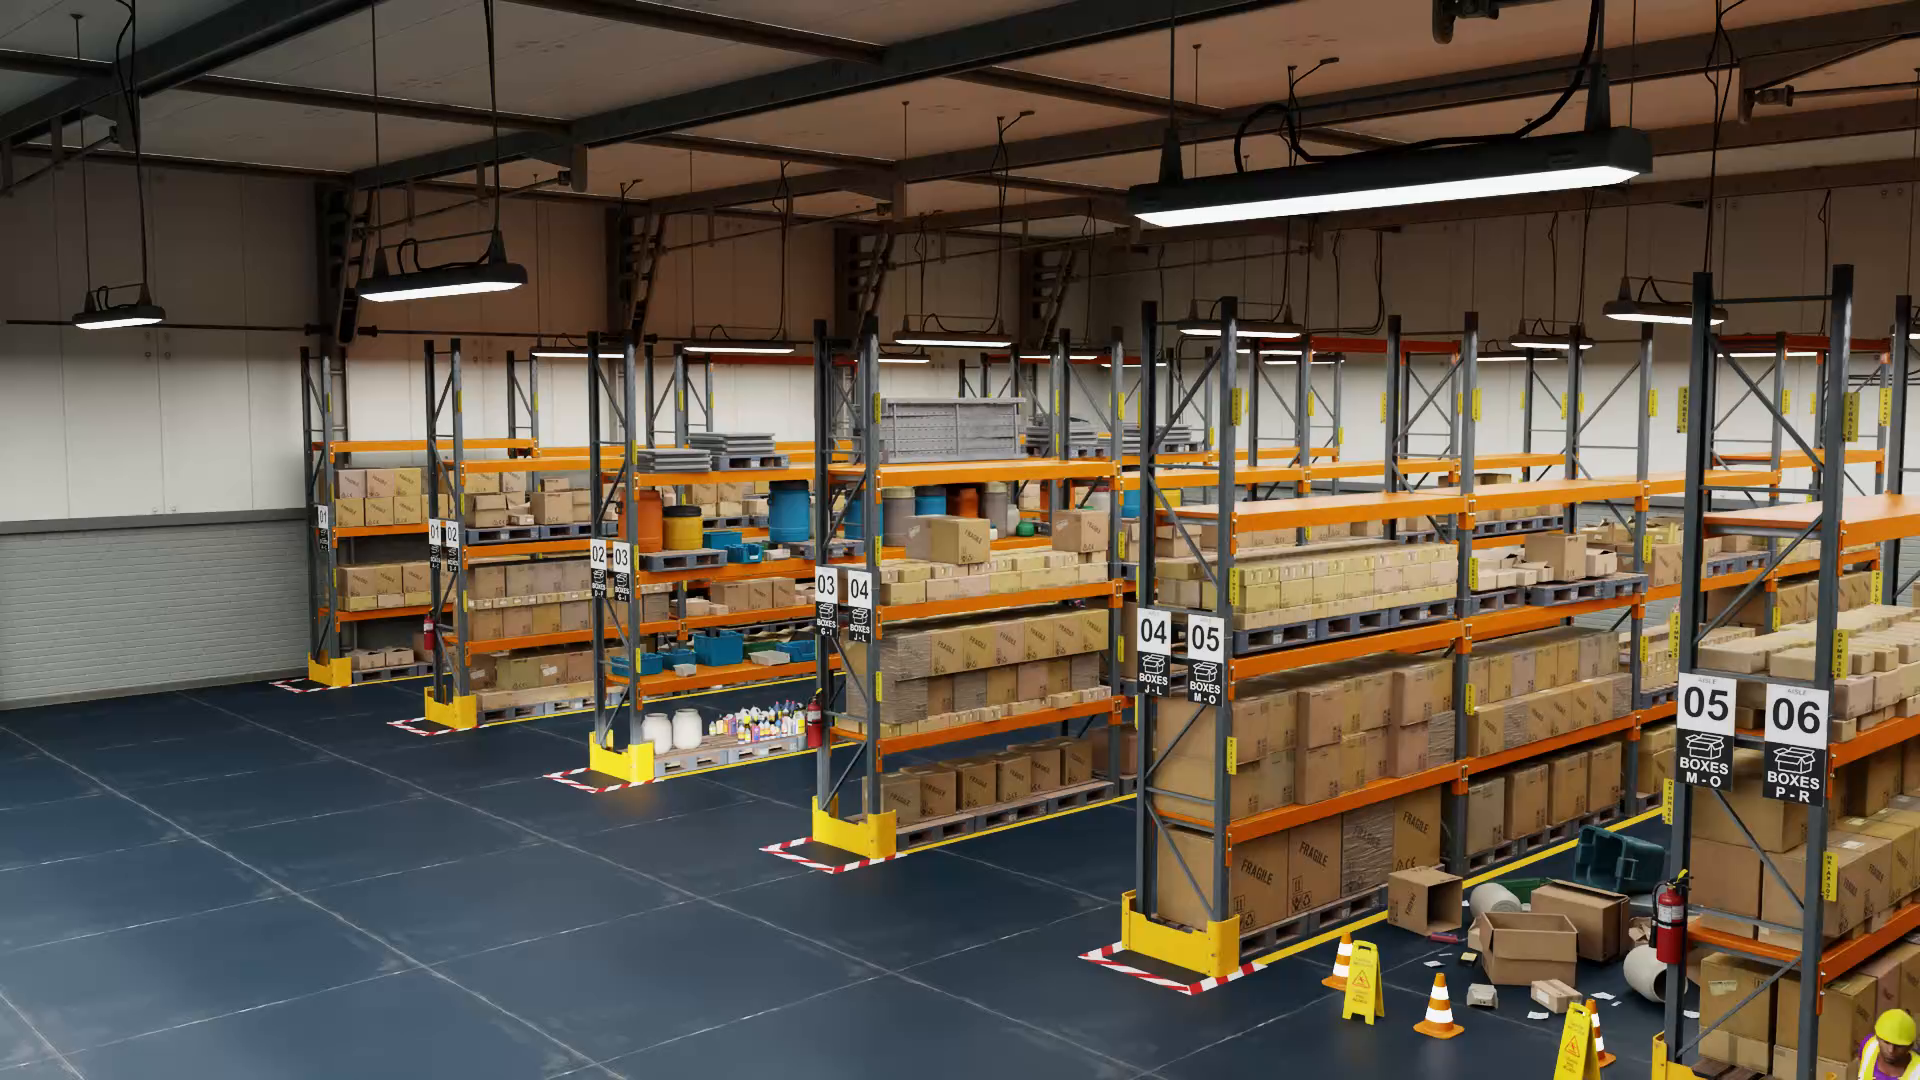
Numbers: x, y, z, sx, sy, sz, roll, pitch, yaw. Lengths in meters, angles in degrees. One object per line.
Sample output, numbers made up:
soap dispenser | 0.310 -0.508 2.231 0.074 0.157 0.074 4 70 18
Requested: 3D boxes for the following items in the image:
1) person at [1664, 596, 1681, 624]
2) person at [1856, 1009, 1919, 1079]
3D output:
person | 12.307 1.738 28.420 1.010 1.768 0.710 -3 6 -27
person | 5.413 3.461 9.523 0.942 1.697 0.636 -5 7 -43
